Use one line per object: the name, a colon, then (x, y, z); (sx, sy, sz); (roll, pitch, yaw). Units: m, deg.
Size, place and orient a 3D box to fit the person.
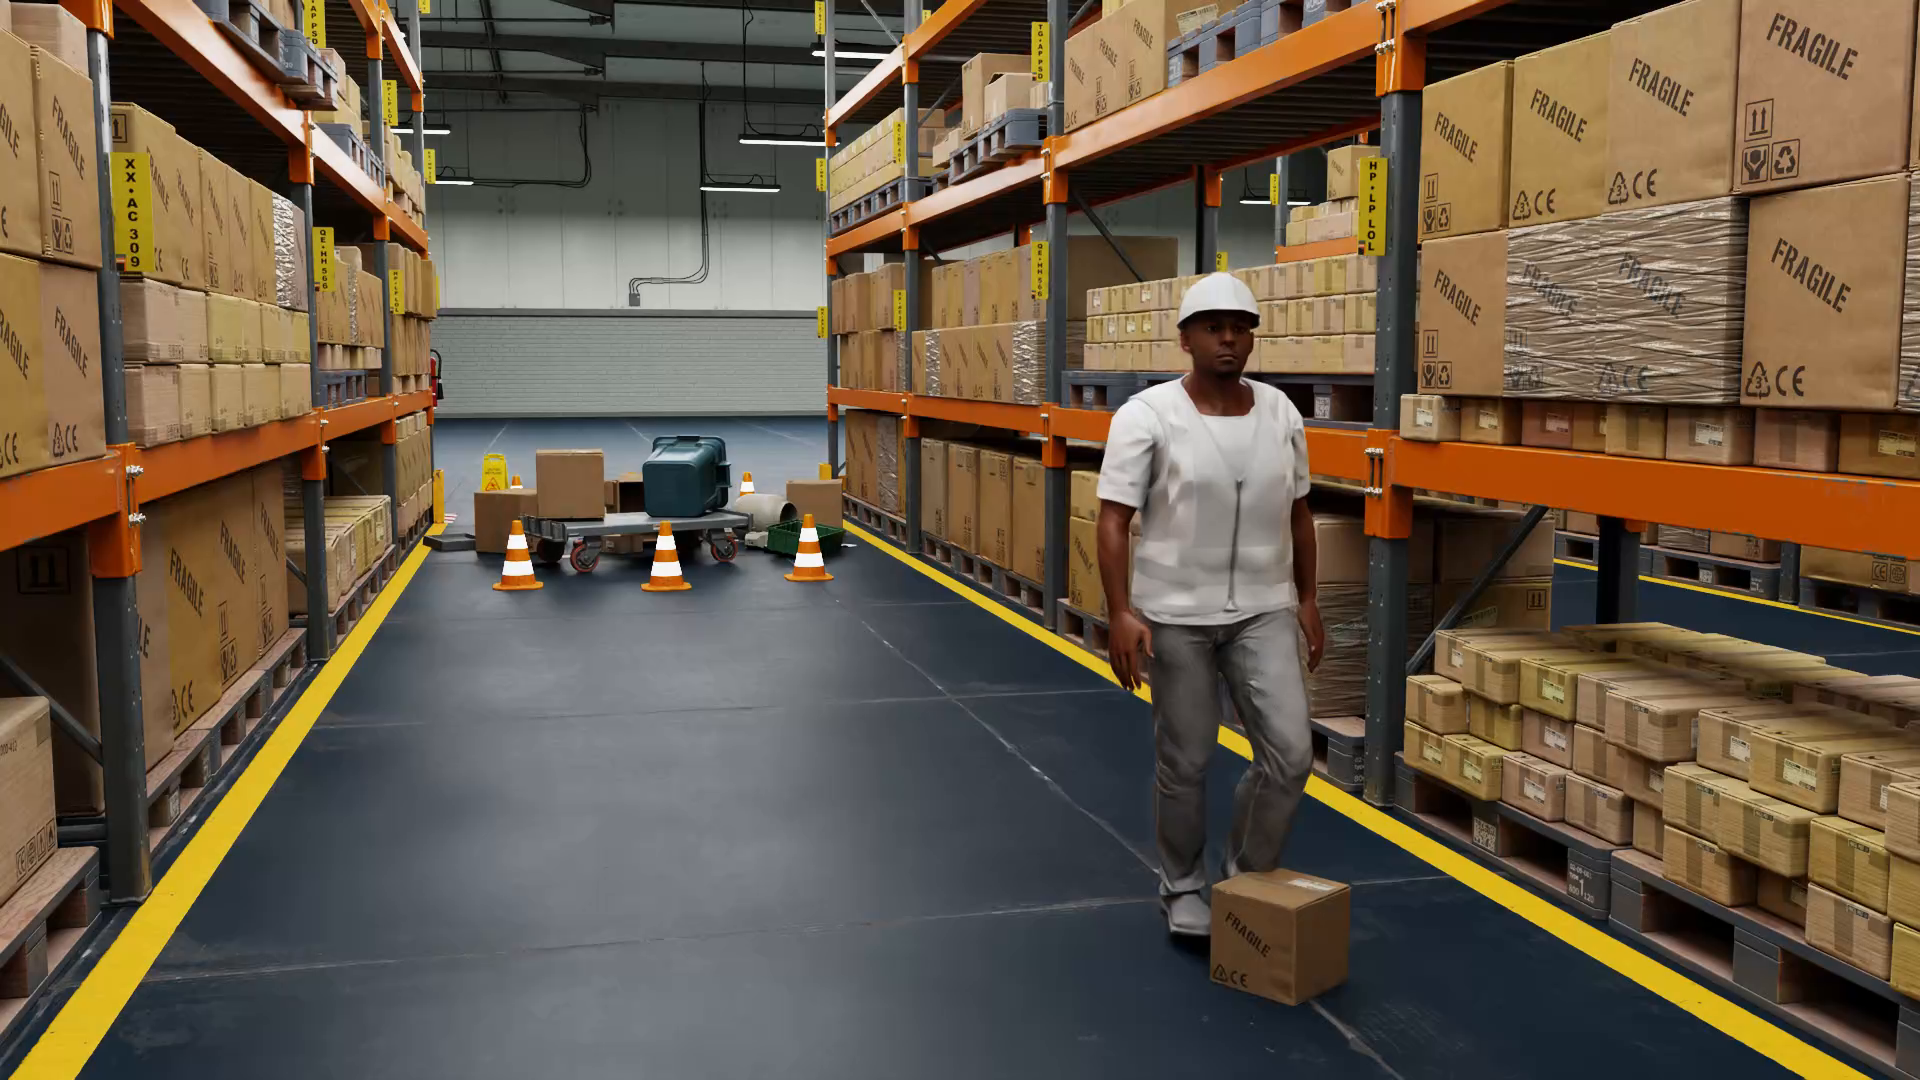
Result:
person: (0.667, 0.215, 4.328); (0.653, 1.800, 0.549); (-1, 6, -10)
